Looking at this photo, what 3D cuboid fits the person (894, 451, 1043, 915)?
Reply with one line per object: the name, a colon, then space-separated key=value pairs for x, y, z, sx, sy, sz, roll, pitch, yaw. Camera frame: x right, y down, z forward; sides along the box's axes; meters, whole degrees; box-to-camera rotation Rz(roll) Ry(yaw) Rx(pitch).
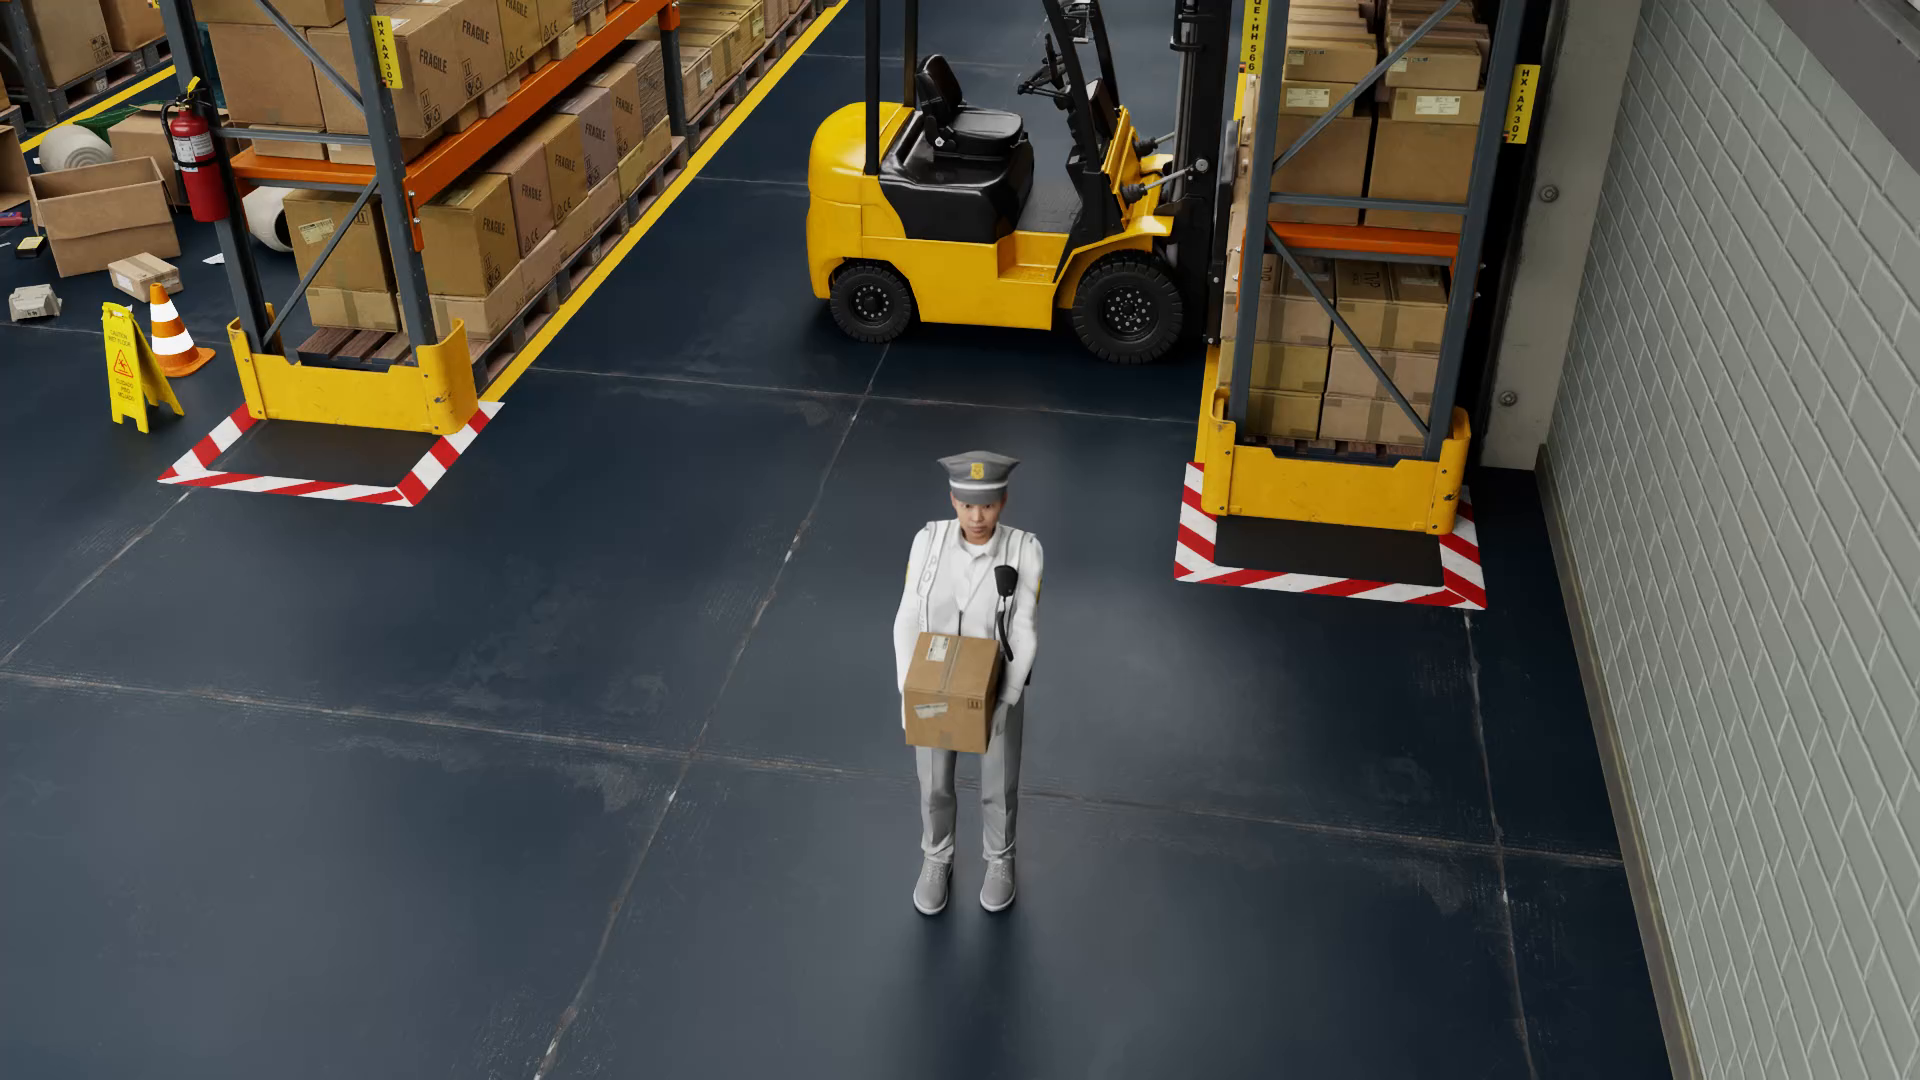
person: x=0.015 y=0.501 z=5.333 sx=0.459 sy=1.687 sz=0.556 roll=6 pitch=33 yaw=9
